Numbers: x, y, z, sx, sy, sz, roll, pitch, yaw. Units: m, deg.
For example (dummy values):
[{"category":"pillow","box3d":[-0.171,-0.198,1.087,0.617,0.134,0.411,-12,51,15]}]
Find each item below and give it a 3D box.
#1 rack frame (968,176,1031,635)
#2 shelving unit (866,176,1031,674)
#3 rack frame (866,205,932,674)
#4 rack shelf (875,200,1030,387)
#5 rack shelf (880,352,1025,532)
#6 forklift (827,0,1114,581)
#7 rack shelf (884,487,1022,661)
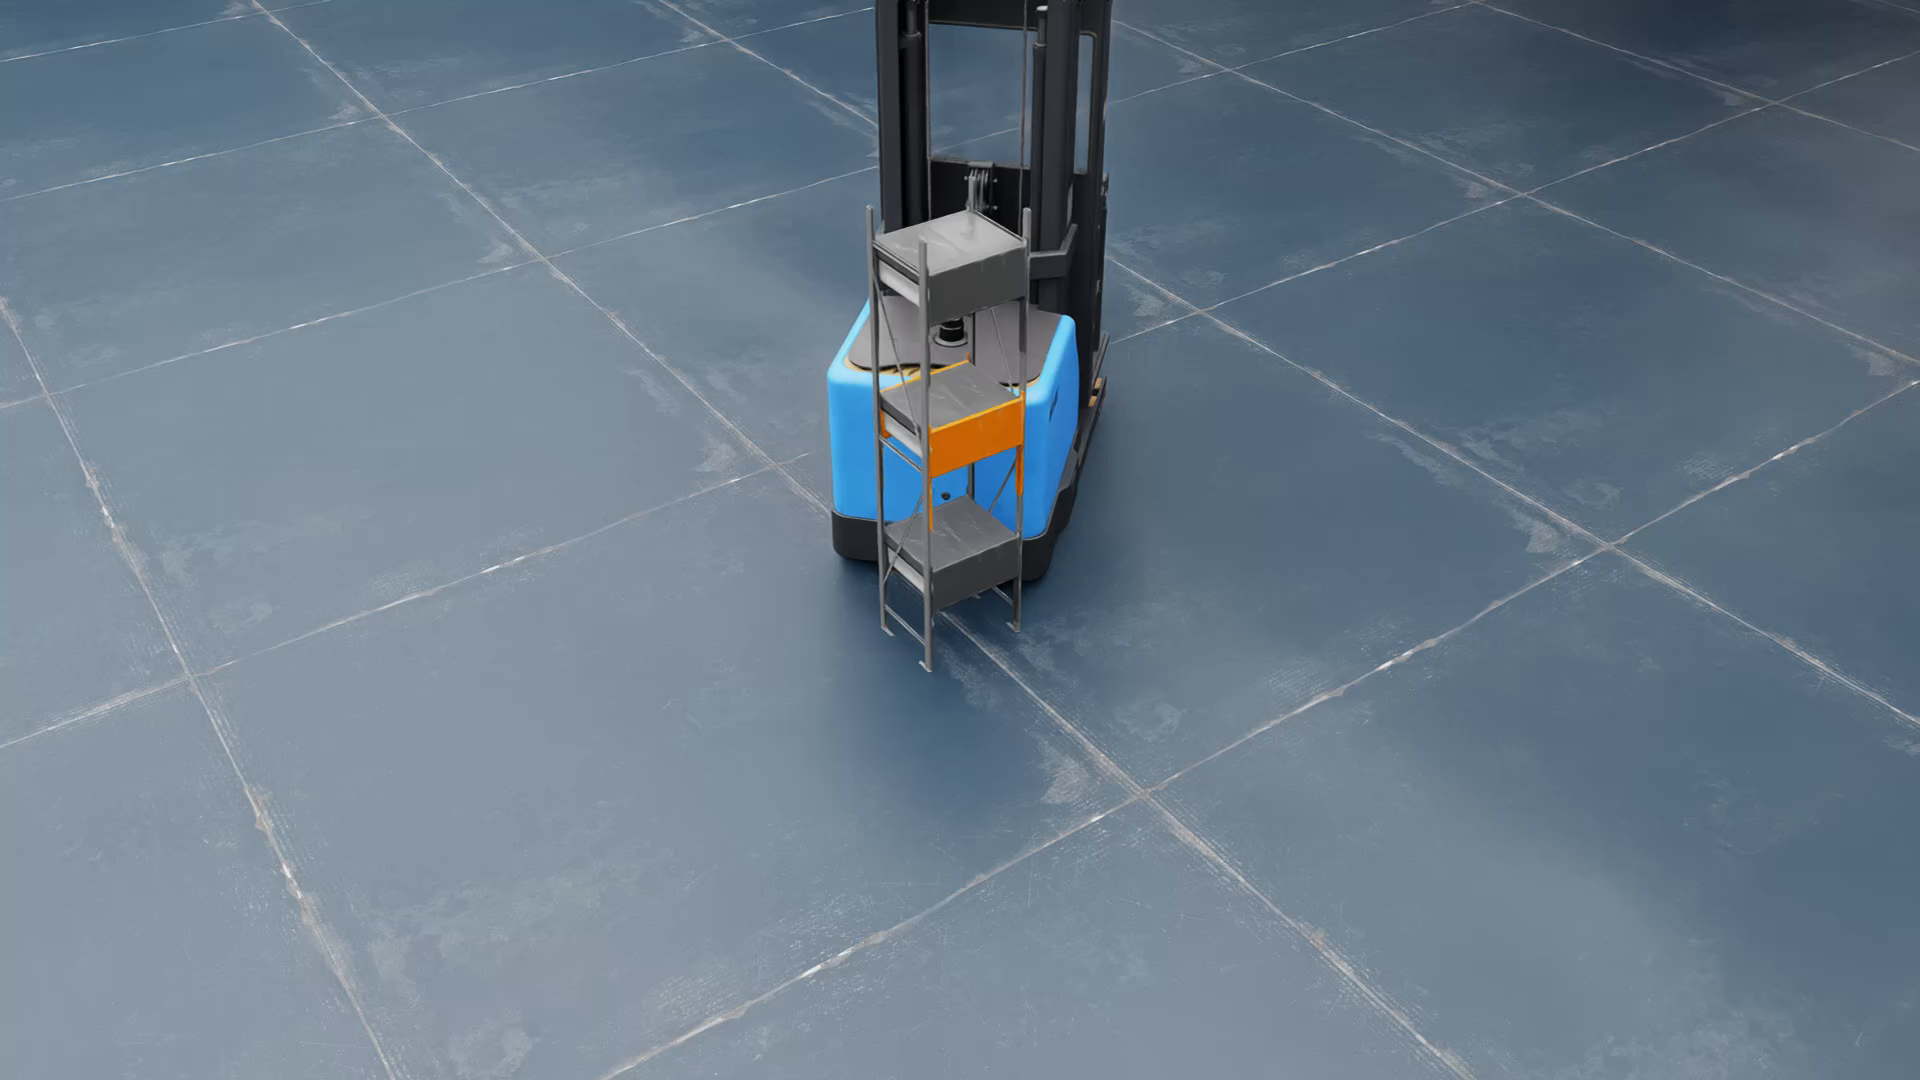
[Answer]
[{"category":"rack frame","box3d":[0.155,-0.515,7.168,0.015,2.100,0.400,-22,41,-28]},{"category":"shelving unit","box3d":[-0.045,-0.433,7.054,0.503,2.100,0.431,-22,41,-28]},{"category":"rack frame","box3d":[-0.245,-0.351,6.940,0.015,2.100,0.400,-22,41,-28]},{"category":"rack shelf","box3d":[-0.045,-0.990,6.653,0.480,0.518,0.431,-22,41,-28]},{"category":"rack shelf","box3d":[-0.045,-0.422,7.062,0.480,0.518,0.431,-22,41,-28]},{"category":"forklift","box3d":[0.202,-1.855,8.318,1.130,2.935,3.031,7,36,10]},{"category":"rack shelf","box3d":[-0.045,0.146,7.471,0.480,0.518,0.431,-22,41,-28]}]
